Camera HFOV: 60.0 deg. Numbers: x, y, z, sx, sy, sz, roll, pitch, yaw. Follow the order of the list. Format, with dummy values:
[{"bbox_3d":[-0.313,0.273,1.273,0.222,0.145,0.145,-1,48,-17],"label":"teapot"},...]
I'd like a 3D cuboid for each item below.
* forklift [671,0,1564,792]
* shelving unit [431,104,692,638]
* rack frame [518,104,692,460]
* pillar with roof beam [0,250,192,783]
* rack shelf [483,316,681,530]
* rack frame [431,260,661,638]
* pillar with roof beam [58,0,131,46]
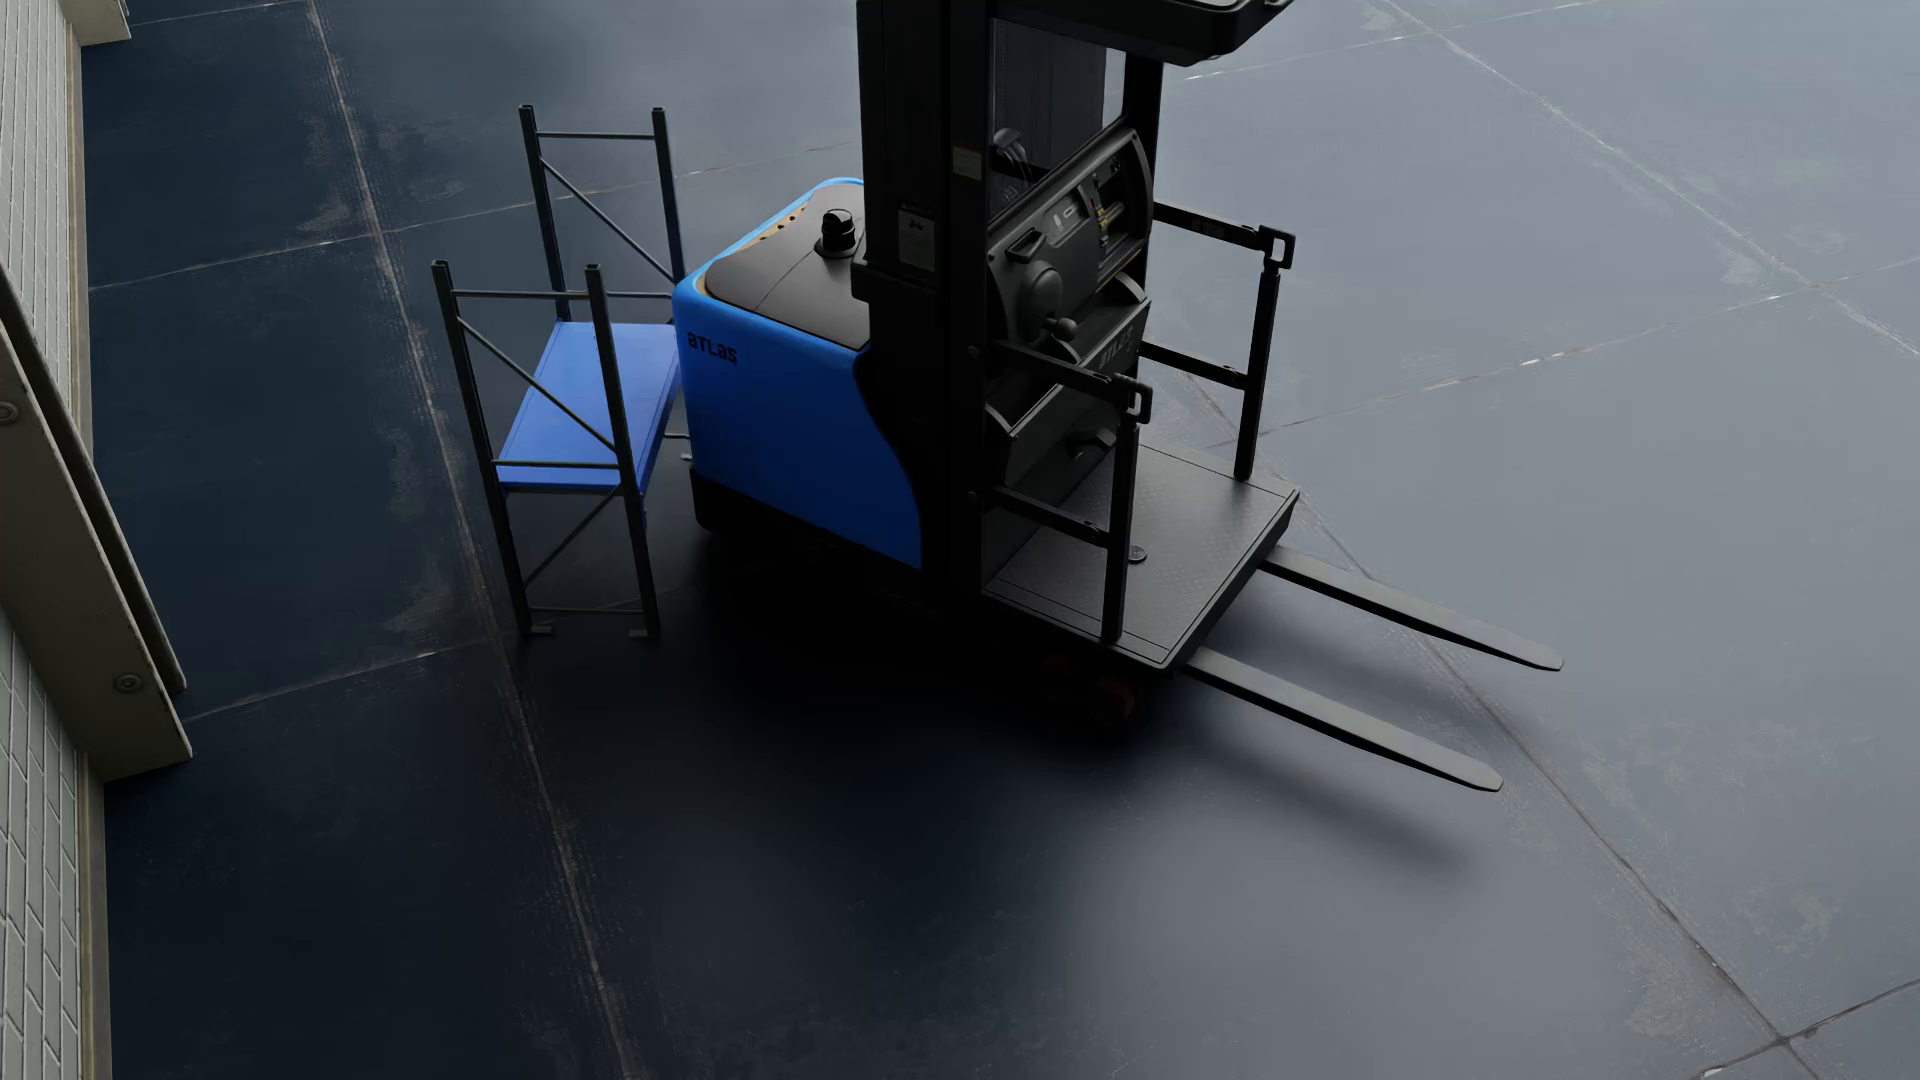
[{"bbox_3d":[0.526,-0.894,5.041,3.031,2.935,1.130,22,46,24],"label":"forklift"},{"bbox_3d":[-1.279,-0.572,5.764,0.538,1.500,1.048,2,41,2],"label":"shelving unit"},{"bbox_3d":[-1.253,-0.903,6.149,0.500,1.500,0.032,2,41,2],"label":"rack frame"},{"bbox_3d":[1.256,-3.855,3.831,9.100,9.000,0.400,-15,43,-17],"label":"pillar with roof beam"},{"bbox_3d":[-1.279,-0.436,5.882,0.538,0.185,1.000,2,41,2],"label":"rack shelf"},{"bbox_3d":[-1.305,-0.241,5.380,0.500,1.500,0.032,2,41,2],"label":"rack frame"},{"bbox_3d":[-1.040,-7.469,8.034,9.100,9.000,0.400,-15,43,-17],"label":"pillar with roof beam"}]
